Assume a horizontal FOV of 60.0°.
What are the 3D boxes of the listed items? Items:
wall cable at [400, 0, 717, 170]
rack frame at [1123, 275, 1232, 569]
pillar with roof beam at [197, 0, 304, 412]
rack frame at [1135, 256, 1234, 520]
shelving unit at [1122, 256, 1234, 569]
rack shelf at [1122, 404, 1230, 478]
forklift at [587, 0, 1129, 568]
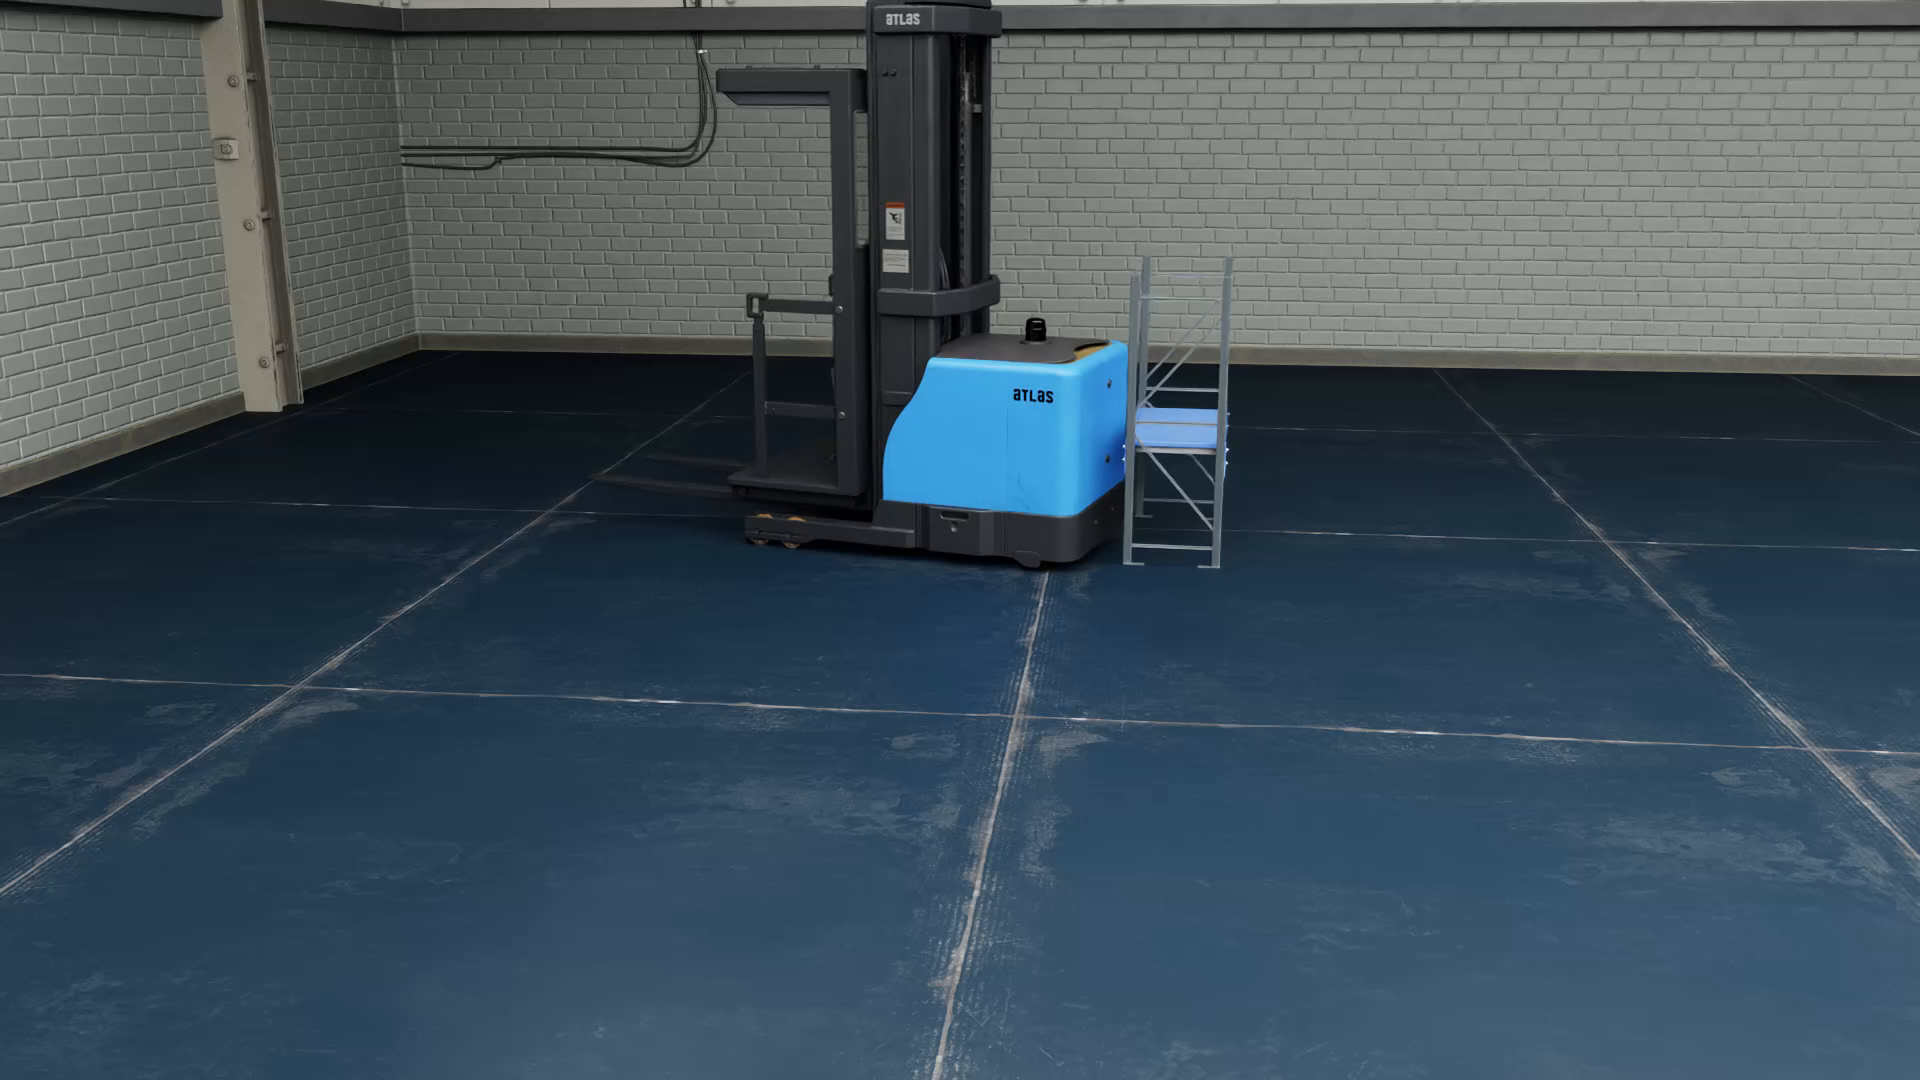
[{"bbox_3d":[-3.731,-4.614,14.936,3.097,2.526,0.112,2,15,6],"label":"wall cable"},{"bbox_3d":[1.100,-0.588,8.464,0.500,1.500,0.032,2,15,9],"label":"rack frame"},{"bbox_3d":[-1.100,-5.261,11.380,9.100,9.000,0.400,2,15,6],"label":"pillar with roof beam"},{"bbox_3d":[1.266,-0.850,9.432,0.500,1.500,0.032,2,15,9],"label":"rack frame"},{"bbox_3d":[1.183,-0.719,8.948,0.538,1.500,1.048,2,15,9],"label":"shelving unit"},{"bbox_3d":[1.183,-0.545,8.995,0.538,0.185,1.000,2,15,9],"label":"rack shelf"},{"bbox_3d":[-0.637,-1.495,9.075,3.031,2.935,1.130,6,16,21],"label":"forklift"}]
